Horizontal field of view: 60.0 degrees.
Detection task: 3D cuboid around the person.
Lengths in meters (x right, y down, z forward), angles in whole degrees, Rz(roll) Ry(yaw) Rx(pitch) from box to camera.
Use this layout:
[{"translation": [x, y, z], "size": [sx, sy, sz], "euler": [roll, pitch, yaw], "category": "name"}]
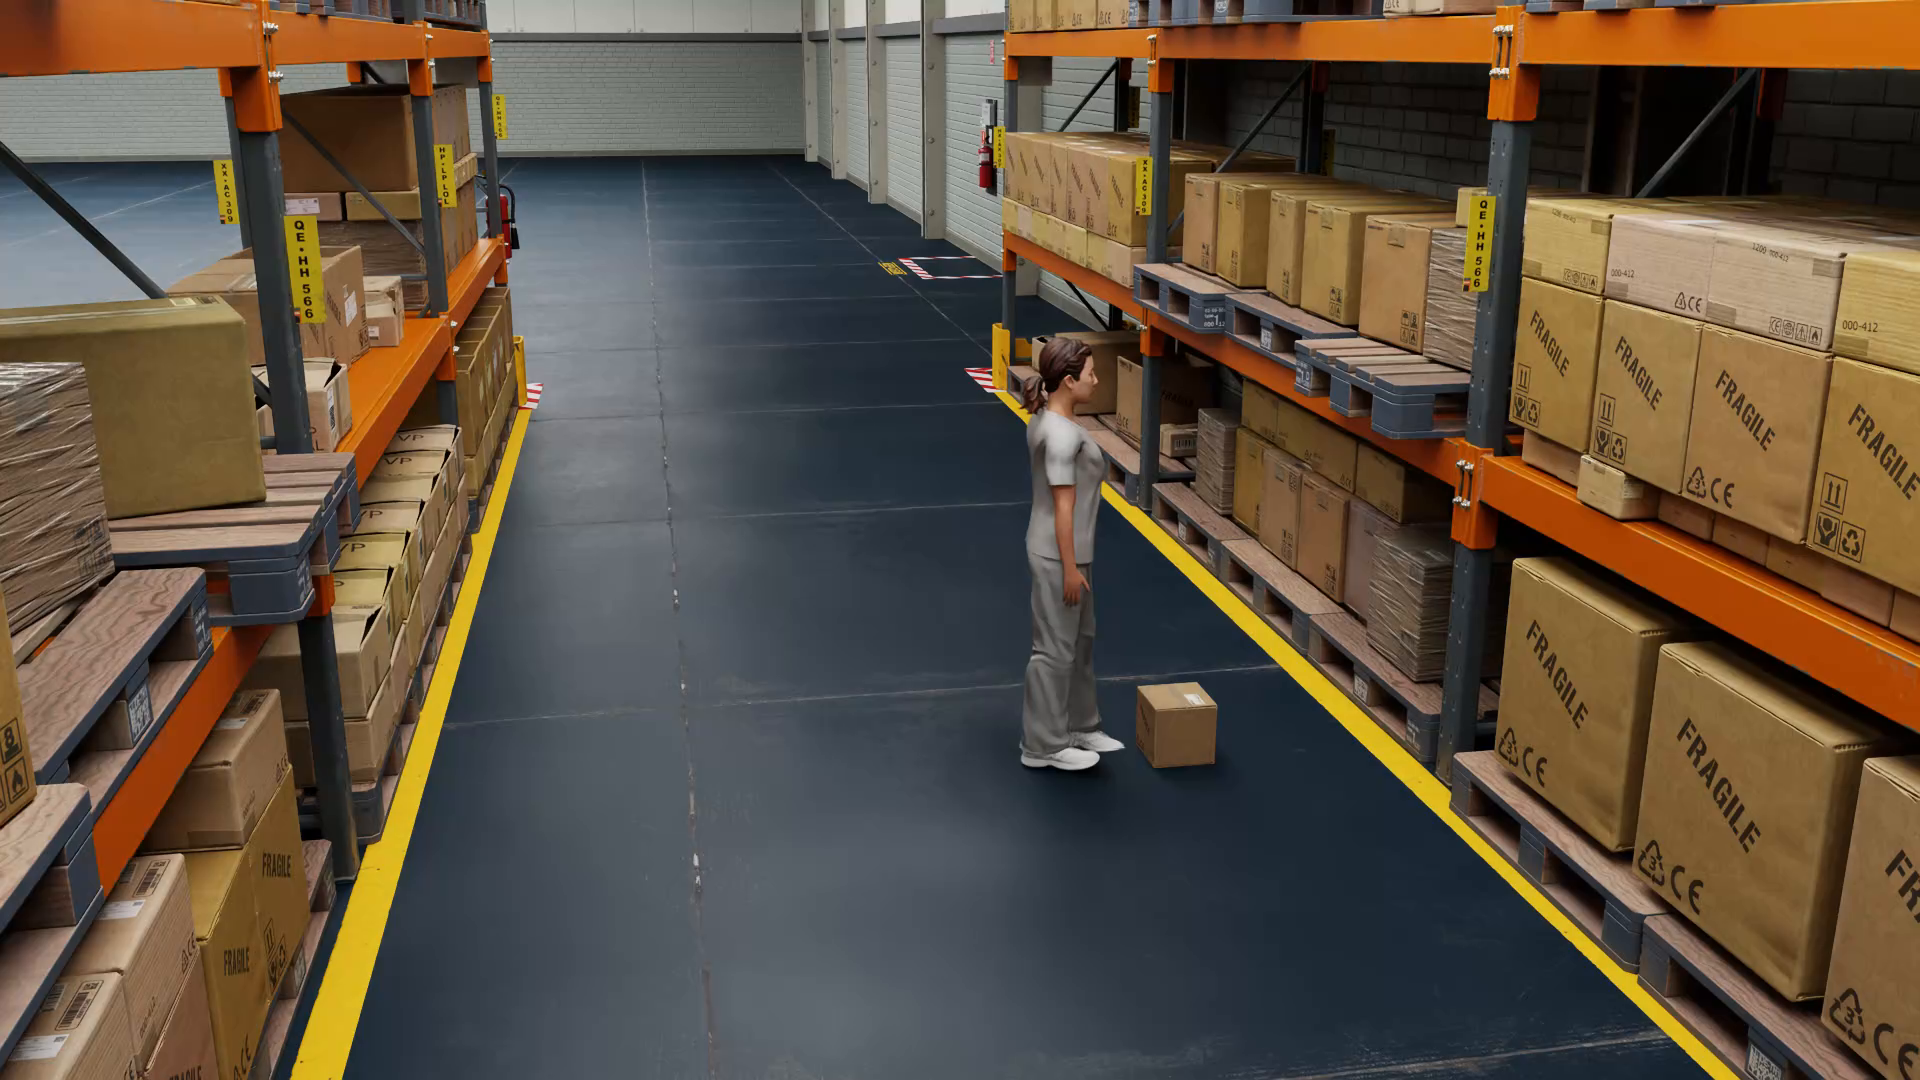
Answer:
[{"translation": [0.442, 0.084, 6.297], "size": [0.465, 1.713, 0.474], "euler": [-1, 16, -2], "category": "person"}]
